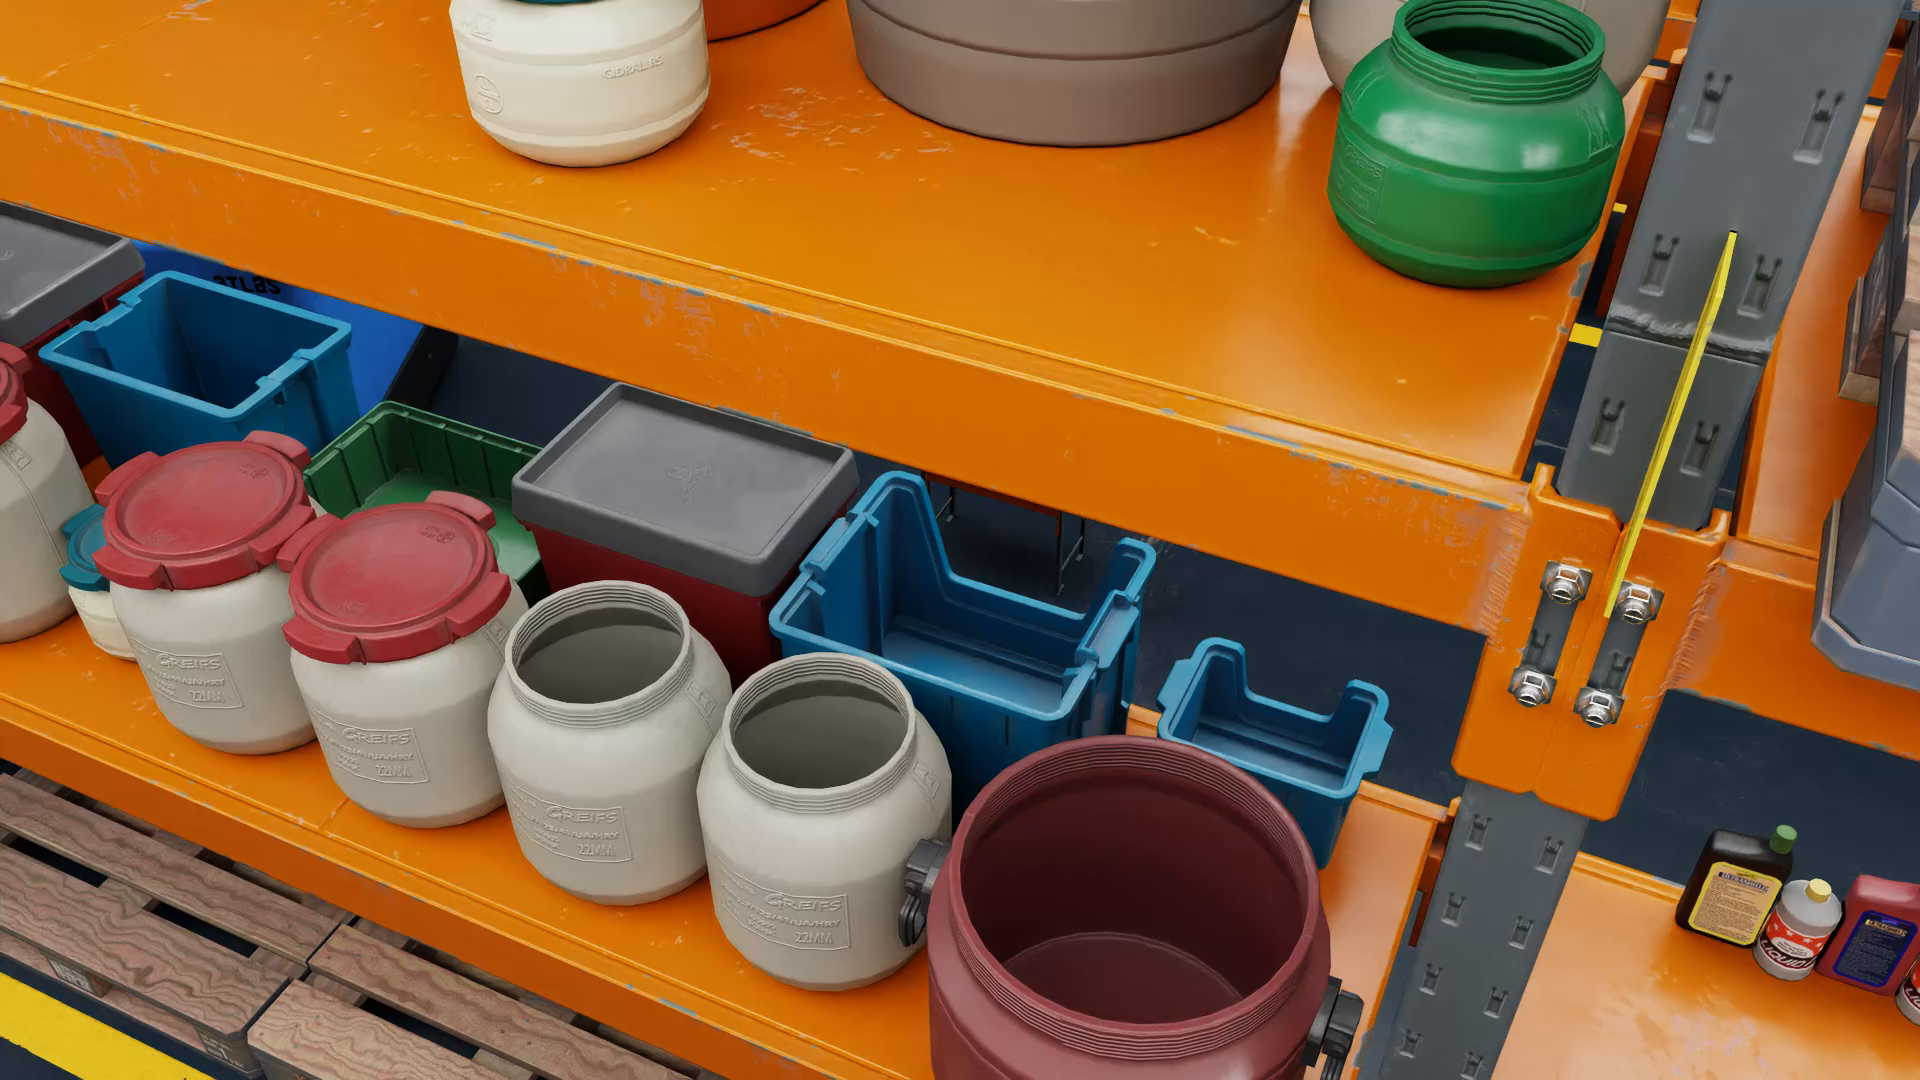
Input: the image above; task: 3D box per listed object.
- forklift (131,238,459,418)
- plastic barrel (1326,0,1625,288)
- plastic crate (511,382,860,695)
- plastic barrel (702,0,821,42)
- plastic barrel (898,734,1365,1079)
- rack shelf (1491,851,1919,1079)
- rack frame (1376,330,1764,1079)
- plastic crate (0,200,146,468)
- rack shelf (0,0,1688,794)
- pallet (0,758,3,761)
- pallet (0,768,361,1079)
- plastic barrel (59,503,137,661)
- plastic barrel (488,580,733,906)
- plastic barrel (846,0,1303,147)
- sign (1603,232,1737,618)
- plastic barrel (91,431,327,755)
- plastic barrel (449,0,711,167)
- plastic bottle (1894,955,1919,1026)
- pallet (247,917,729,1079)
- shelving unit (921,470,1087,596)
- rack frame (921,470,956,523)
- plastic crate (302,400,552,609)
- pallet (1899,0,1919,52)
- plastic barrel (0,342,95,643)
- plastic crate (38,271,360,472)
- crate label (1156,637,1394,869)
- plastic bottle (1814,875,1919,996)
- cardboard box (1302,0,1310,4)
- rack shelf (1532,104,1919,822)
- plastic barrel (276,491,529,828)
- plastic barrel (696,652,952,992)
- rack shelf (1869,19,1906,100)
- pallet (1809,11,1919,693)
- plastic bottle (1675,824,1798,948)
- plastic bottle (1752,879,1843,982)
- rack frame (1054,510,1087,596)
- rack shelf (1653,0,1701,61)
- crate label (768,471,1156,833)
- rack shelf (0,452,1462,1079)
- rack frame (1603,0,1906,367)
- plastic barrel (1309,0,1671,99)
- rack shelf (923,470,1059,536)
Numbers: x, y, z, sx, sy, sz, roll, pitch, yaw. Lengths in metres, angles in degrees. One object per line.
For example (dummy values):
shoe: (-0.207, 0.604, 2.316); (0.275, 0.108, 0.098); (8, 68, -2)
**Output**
forklift: (-3.509, -1.617, 5.378); (3.031, 2.935, 1.130); (3, 41, 3)
plastic barrel: (0.553, -0.432, 1.786); (0.294, 0.245, 0.294); (0, 41, 0)
plastic crate: (-0.537, 0.028, 3.379); (0.583, 0.464, 0.402); (17, 44, 19)
plastic barrel: (-0.447, -1.152, 2.171); (0.708, 0.830, 0.600); (17, 44, 19)
plastic barrel: (0.250, 0.681, 2.570); (0.708, 0.536, 0.600); (17, 44, 19)
rack shelf: (2.611, 1.507, 2.271); (4.000, 0.370, 1.077); (17, 44, 19)
rack frame: (0.798, 0.681, 2.674); (0.127, 3.000, 1.000); (17, 44, 19)
plastic crate: (-2.258, -0.498, 3.986); (0.583, 0.464, 0.402); (17, 44, 19)
rack shelf: (-1.014, -0.734, 2.566); (4.000, 0.370, 1.077); (17, 44, 19)
pallet: (-3.418, 0.416, 5.109); (1.213, 0.211, 1.003); (17, 44, 19)
pallet: (-2.098, 0.821, 4.641); (1.213, 0.211, 1.003); (17, 44, 19)
plastic barrel: (-1.692, 0.083, 3.469); (0.301, 0.262, 0.301); (0, 41, 0)
plastic barrel: (-0.606, 0.364, 2.954); (0.421, 0.512, 0.421); (0, 41, 0)
plastic barrel: (0.146, -0.998, 1.938); (0.600, 0.901, 0.600); (0, 41, 0)
sign: (0.572, -0.084, 1.347); (0.005, 0.325, 0.100); (17, 44, 19)
plastic barrel: (-1.387, 0.120, 3.217); (0.433, 0.535, 0.433); (0, 41, 0)
plastic barrel: (-0.453, -0.614, 1.983); (0.301, 0.262, 0.301); (0, 41, 0)
plastic bottle: (1.651, 0.722, 2.779); (0.097, 0.201, 0.097); (0, 41, 0)
pallet: (-0.989, 1.158, 4.252); (1.213, 0.211, 1.003); (17, 44, 19)
shelving unit: (0.150, -0.408, 5.304); (0.503, 1.200, 0.258); (17, 44, 19)
rack frame: (-0.071, -0.475, 5.382); (0.015, 1.200, 0.240); (17, 44, 19)
plastic crate: (-1.129, -0.032, 3.658); (0.662, 0.188, 0.450); (17, 44, 19)
pallet: (3.540, -2.039, 5.959); (1.003, 0.211, 1.213); (17, 44, 19)
plastic barrel: (-2.052, -0.083, 3.452); (0.433, 0.535, 0.433); (0, 41, 0)
plastic crate: (-1.695, -0.300, 3.818); (0.575, 0.384, 0.392); (17, 44, 19)
crate label: (0.575, 0.405, 3.120); (0.416, 0.233, 0.303); (17, 44, 19)
plastic bottle: (1.554, 0.648, 2.802); (0.133, 0.283, 0.061); (17, 44, 19)
cardboard box: (1.605, -2.192, 7.339); (0.500, 0.311, 0.500); (16, 43, 17)
rack shelf: (2.611, 0.373, 1.288); (4.000, 0.370, 1.077); (17, 44, 19)
plastic barrel: (-0.995, 0.240, 3.079); (0.433, 0.535, 0.433); (0, 41, 0)
plastic barrel: (-0.224, 0.481, 2.820); (0.421, 0.512, 0.421); (0, 41, 0)
rack shelf: (4.709, -1.432, 5.662); (4.000, 0.370, 1.077); (17, 44, 19)
pallet: (1.450, -0.111, 1.442); (1.213, 0.211, 1.003); (17, 44, 19)
plastic bottle: (1.345, 0.584, 2.875); (0.133, 0.283, 0.061); (17, 44, 19)
plastic bottle: (1.442, 0.658, 2.853); (0.097, 0.201, 0.097); (0, 41, 0)
rack frame: (0.371, -0.340, 5.226); (0.015, 1.200, 0.240); (17, 44, 19)
rack shelf: (1.084, -2.540, 6.940); (4.000, 0.370, 1.077); (17, 44, 19)
crate label: (0.012, 0.232, 3.165); (0.616, 0.435, 0.502); (17, 44, 19)
rack shelf: (-1.014, 0.399, 3.549); (4.000, 0.370, 1.077); (17, 44, 19)
rack frame: (0.798, -1.586, 0.709); (0.127, 3.000, 1.000); (17, 44, 19)
plastic barrel: (0.646, -0.763, 1.964); (0.421, 0.512, 0.421); (0, 41, 0)
rack shelf: (0.150, -0.207, 5.478); (0.480, 0.148, 0.258); (17, 44, 19)
